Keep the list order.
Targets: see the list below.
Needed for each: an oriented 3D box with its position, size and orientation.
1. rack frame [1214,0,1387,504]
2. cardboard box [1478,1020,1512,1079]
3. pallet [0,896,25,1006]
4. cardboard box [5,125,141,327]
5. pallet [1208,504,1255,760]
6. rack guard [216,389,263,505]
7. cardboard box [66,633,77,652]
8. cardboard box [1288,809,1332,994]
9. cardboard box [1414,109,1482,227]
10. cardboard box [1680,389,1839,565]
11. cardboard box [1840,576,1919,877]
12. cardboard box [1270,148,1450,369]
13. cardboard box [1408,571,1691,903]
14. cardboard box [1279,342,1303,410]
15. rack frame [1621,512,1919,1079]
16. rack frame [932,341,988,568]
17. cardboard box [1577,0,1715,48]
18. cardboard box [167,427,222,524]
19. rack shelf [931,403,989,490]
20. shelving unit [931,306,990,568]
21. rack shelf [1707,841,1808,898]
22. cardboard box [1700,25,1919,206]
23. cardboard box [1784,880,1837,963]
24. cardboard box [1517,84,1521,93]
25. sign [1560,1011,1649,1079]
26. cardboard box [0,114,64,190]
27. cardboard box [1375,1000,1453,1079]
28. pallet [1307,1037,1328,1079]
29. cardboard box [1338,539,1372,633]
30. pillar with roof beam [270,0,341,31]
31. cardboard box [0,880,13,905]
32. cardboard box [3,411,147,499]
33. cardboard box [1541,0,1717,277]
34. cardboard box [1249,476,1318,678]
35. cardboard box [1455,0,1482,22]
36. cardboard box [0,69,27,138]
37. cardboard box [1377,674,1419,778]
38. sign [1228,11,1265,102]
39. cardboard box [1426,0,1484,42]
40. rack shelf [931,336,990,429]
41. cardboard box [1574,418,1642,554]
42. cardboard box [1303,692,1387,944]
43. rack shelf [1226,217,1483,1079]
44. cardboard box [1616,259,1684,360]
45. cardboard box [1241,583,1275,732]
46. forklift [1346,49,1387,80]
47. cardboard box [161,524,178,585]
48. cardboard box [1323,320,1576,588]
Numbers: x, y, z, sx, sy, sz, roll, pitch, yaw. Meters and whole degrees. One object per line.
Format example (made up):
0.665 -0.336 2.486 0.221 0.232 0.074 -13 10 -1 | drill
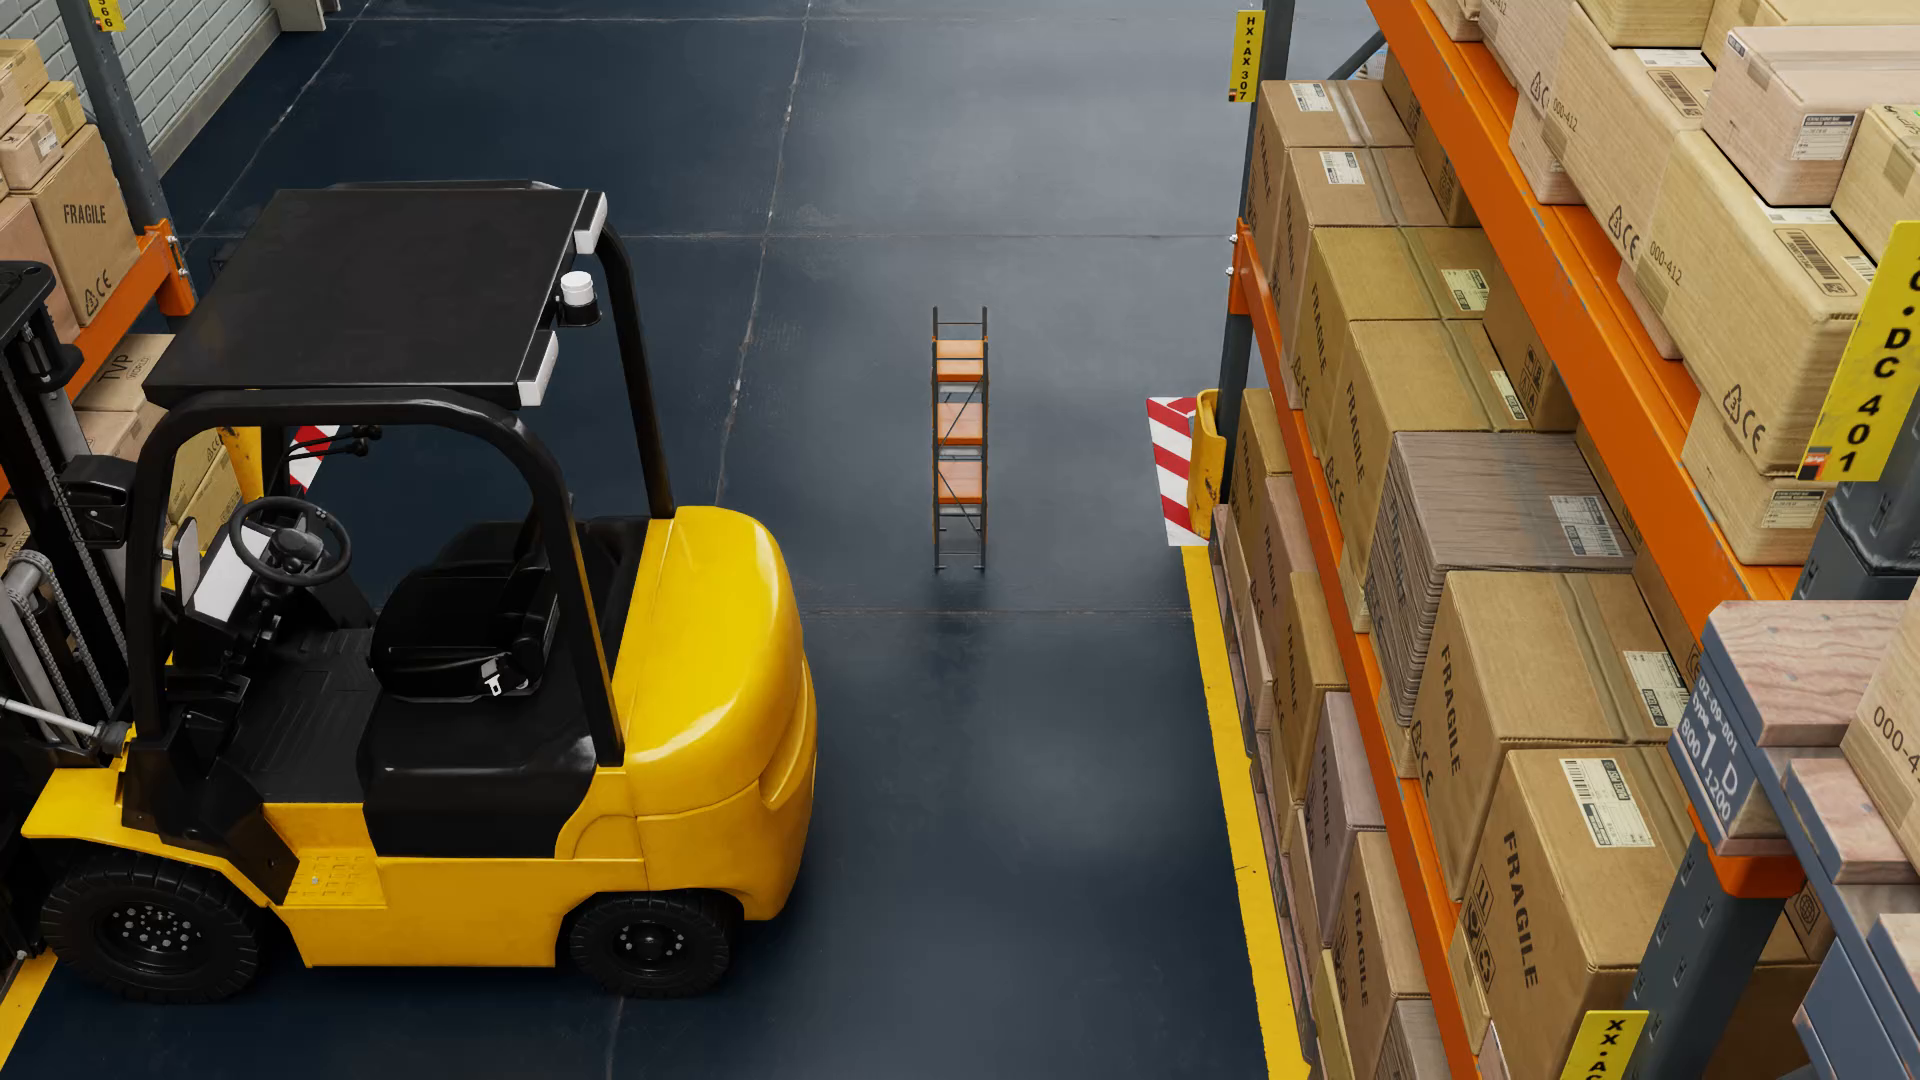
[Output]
1.535 -1.329 6.010 1.000 3.000 0.127 0 39 0 | rack frame
1.234 1.069 3.218 0.380 0.149 0.250 0 39 -1 | cardboard box
-3.388 1.004 5.328 1.003 0.211 1.213 0 39 0 | pallet
-3.166 -1.055 5.588 0.500 0.500 0.500 -1 39 -1 | cardboard box
1.500 0.314 6.189 1.003 0.211 1.213 0 39 0 | pallet
-3.429 -0.363 6.803 1.175 0.500 0.348 0 39 0 | rack guard
-3.104 0.331 5.401 0.500 0.250 0.500 -1 39 -1 | cardboard box
1.263 1.061 4.891 0.500 0.250 0.500 1 39 1 | cardboard box
1.747 -1.239 4.780 0.700 0.500 0.500 0 39 0 | cardboard box
1.233 -0.098 2.276 0.380 0.149 0.250 0 39 0 | cardboard box
1.139 0.262 1.410 0.500 0.250 0.500 -1 39 -1 | cardboard box
1.262 -0.864 5.112 0.500 0.500 0.500 1 39 1 | cardboard box
1.283 0.417 3.513 0.500 0.500 0.500 1 39 1 | cardboard box
1.216 -0.536 5.221 0.380 0.149 0.250 1 39 1 | cardboard box
1.539 1.172 2.889 1.000 3.000 0.127 0 39 0 | rack frame
0.000 -0.300 6.285 0.200 1.050 0.008 0 39 0 | rack frame
1.201 -0.897 2.635 0.380 0.149 0.250 1 39 1 | cardboard box
-3.116 -0.305 6.196 0.500 0.250 0.500 0 39 -1 | cardboard box
0.000 -0.368 6.387 0.215 0.259 0.240 0 39 0 | rack shelf
0.000 -0.376 6.380 0.215 1.050 0.252 0 39 0 | shelving unit
1.542 1.533 0.615 1.077 0.370 4.000 0 39 0 | rack shelf
1.244 -0.572 2.230 0.380 0.149 0.250 -1 39 -1 | cardboard box
1.756 0.351 2.795 0.700 0.500 0.500 0 39 -1 | cardboard box
1.331 -0.903 3.281 0.380 0.149 0.250 1 39 1 | cardboard box
0.997 0.839 2.612 0.100 0.325 0.005 0 39 0 | sign
-3.118 -1.239 5.299 0.380 0.149 0.250 1 39 1 | cardboard box
1.270 1.419 3.844 0.500 0.500 0.500 -1 39 -1 | cardboard box
1.503 1.840 4.285 1.003 0.211 1.213 0 39 0 | pallet
1.223 0.113 4.411 0.380 0.149 0.250 0 39 0 | cardboard box
-0.031 -6.984 8.269 9.100 9.000 0.400 0 39 0 | pillar with roof beam
-3.126 1.145 4.785 0.500 0.250 0.500 1 39 1 | cardboard box
-3.110 -0.198 5.661 0.500 0.250 0.500 1 39 1 | cardboard box
1.268 -0.648 2.643 0.500 0.250 0.500 -1 39 -1 | cardboard box
1.265 0.134 5.448 0.500 0.500 0.500 -1 39 -2 | cardboard box
1.266 -1.284 3.438 0.500 0.250 0.500 1 39 1 | cardboard box
-3.186 -1.354 5.204 0.380 0.149 0.250 0 39 0 | cardboard box
1.230 0.434 4.011 0.380 0.149 0.250 -1 39 -1 | cardboard box
0.992 -1.667 5.739 0.100 0.325 0.005 0 39 0 | sign
1.257 -1.221 3.678 0.380 0.149 0.250 -1 39 -1 | cardboard box
0.000 -0.589 6.209 0.215 0.259 0.240 0 39 0 | rack shelf
1.803 -0.282 3.586 0.700 0.500 0.500 -1 39 -1 | cardboard box
1.266 0.782 4.639 0.500 0.500 0.500 2 39 2 | cardboard box
1.537 0.202 4.675 1.077 0.370 4.000 0 39 0 | rack shelf
1.297 -0.416 2.672 0.380 0.149 0.250 0 39 0 | cardboard box
1.252 0.404 5.711 0.500 0.250 0.500 1 39 2 | cardboard box
3.107 -2.059 6.976 3.031 2.935 1.130 14 41 17 | forklift
-3.121 0.190 5.977 0.500 0.250 0.500 0 39 0 | cardboard box
1.272 -0.228 4.317 0.500 0.500 0.500 -1 39 -1 | cardboard box
